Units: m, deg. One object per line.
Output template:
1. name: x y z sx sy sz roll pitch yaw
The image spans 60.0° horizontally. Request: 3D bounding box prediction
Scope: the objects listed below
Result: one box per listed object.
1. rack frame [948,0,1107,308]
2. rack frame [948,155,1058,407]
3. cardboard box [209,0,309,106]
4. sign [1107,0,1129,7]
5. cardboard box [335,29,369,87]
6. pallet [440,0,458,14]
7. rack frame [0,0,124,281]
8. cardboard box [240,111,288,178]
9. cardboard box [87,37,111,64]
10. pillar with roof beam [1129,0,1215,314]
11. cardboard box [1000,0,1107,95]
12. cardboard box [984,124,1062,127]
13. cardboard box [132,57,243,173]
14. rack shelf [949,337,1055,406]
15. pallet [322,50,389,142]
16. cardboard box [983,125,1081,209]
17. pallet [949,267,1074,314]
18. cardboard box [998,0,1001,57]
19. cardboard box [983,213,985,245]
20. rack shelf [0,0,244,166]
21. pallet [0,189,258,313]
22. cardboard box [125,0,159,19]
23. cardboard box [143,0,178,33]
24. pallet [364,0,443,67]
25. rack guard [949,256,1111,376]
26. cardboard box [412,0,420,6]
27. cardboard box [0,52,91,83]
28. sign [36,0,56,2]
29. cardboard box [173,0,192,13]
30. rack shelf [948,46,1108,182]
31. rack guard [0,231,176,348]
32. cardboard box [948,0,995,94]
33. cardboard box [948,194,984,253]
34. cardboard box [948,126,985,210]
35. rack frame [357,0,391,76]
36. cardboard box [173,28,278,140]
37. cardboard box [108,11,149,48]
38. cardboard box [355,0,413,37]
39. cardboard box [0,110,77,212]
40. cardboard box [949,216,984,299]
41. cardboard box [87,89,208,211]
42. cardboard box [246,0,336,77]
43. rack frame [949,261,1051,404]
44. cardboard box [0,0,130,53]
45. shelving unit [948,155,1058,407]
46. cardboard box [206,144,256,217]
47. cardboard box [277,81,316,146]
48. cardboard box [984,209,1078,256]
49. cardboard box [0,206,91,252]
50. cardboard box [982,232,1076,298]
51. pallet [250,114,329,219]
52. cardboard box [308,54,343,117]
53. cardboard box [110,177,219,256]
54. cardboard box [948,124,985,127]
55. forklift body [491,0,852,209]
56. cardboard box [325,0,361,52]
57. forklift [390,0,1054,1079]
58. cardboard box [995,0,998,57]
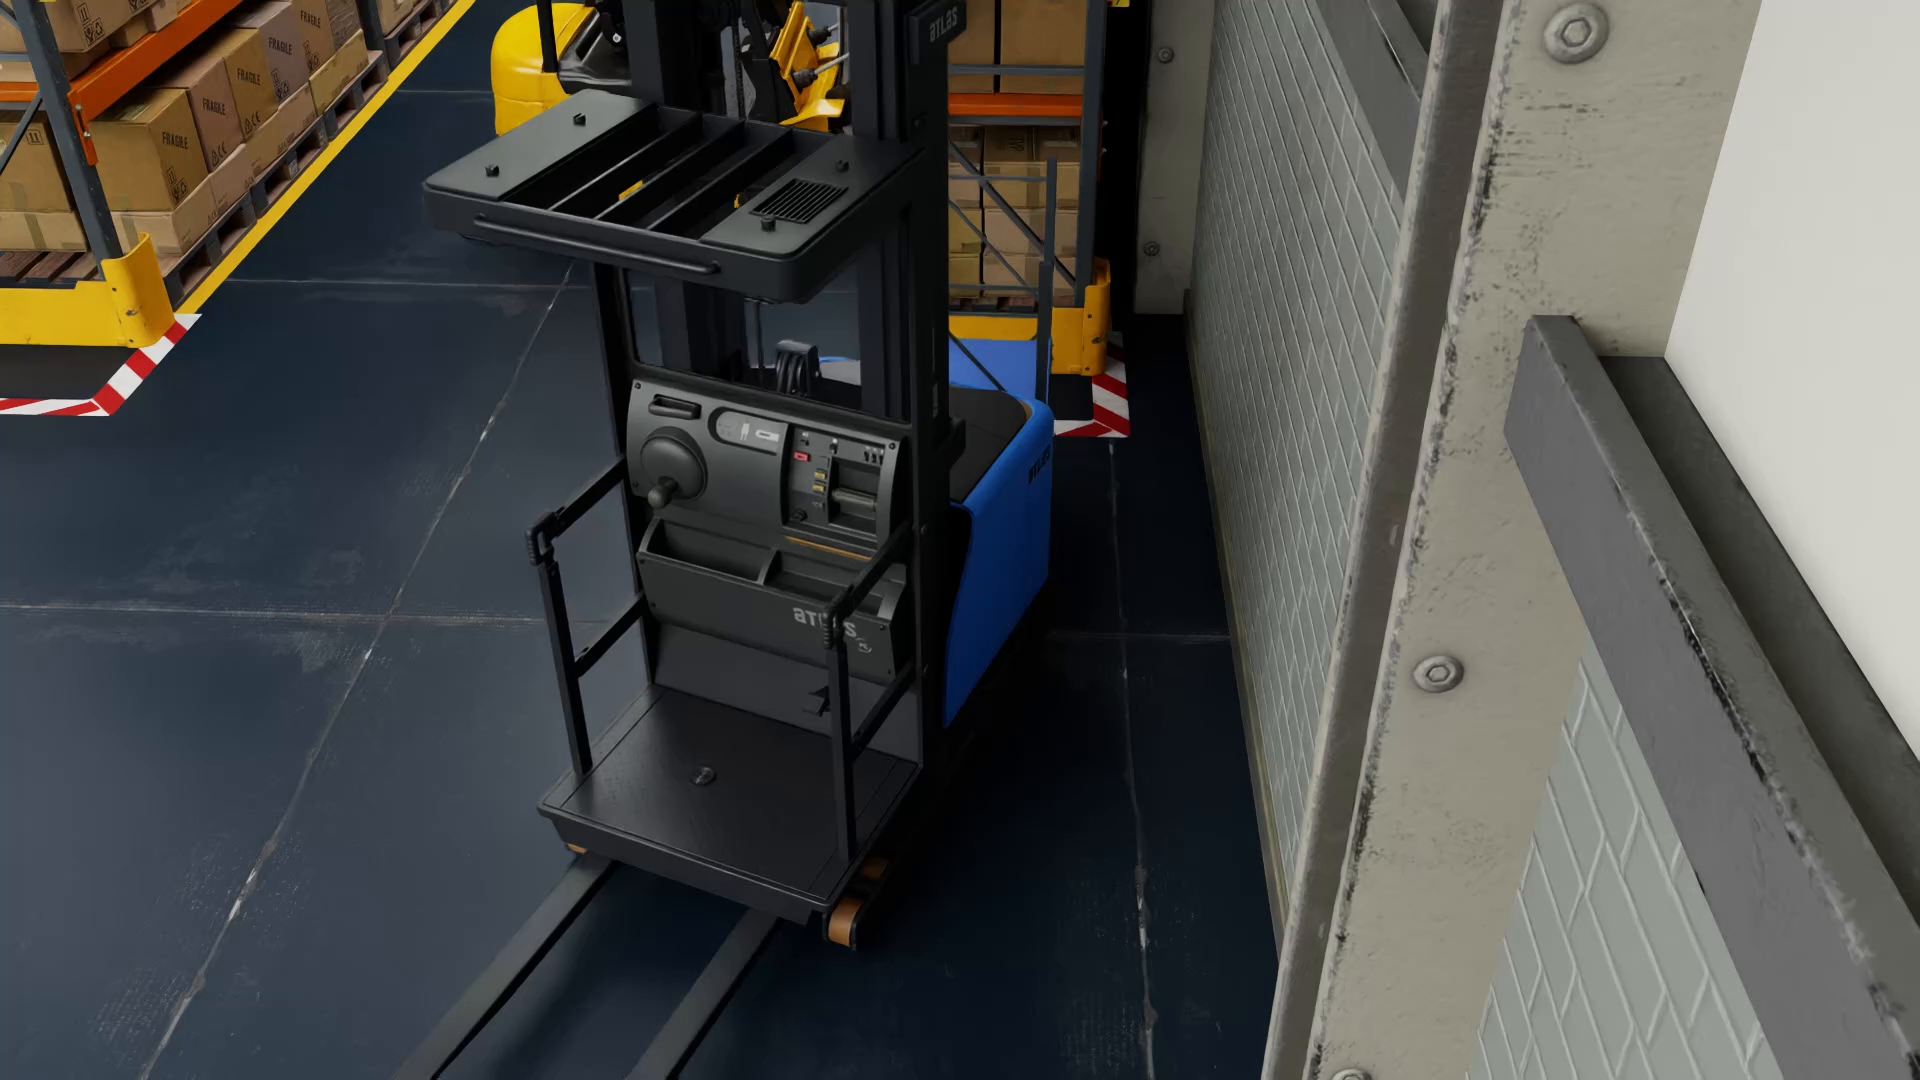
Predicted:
1. rack frame: 0.163 -2.185 7.750 1.000 3.000 0.127 1 35 2
2. rack frame: 0.156 -0.991 7.356 0.500 1.500 0.032 2 35 3
3. cardboard box: -4.430 -3.017 10.309 0.500 0.500 0.500 3 35 4
4. sign: 0.717 -2.555 7.455 0.100 0.325 0.005 1 35 2
5. cardboard box: -4.392 -3.296 11.358 0.500 0.250 0.500 3 35 4
6. pallet: -4.560 -4.605 13.618 1.003 0.211 1.213 1 35 2
7. rack frame: -4.797 -2.297 7.910 1.000 3.000 0.127 1 35 2
8. cardboard box: -4.451 -2.408 10.094 0.500 0.250 0.500 4 35 5
9. cardboard box: -4.581 -2.530 8.460 0.380 0.149 0.250 2 35 3
10. pillar with roof beam: -3.210 -5.118 6.706 9.100 9.000 0.400 1 35 2
11. cardboard box: 0.460 -2.504 8.117 0.500 0.500 0.500 2 35 3
12. cardboard box: 0.388 -2.199 8.927 0.500 0.250 0.500 1 35 2
13. cardboard box: -4.471 -2.422 9.461 0.500 0.500 0.500 0 35 0
14. rack shelf: 0.119 -0.553 7.045 0.538 0.185 1.000 2 35 3
15. pallet: -4.628 -3.068 11.431 1.003 0.211 1.213 1 35 2
16. cardboard box: 0.371 -1.912 8.519 0.500 0.250 0.500 1 35 1
17. pallet: 0.152 -1.484 9.178 1.003 0.211 1.213 1 35 2
18. cardboard box: 0.459 -2.804 8.544 0.500 0.500 0.500 2 35 3
19. cardboard box: -0.105 -1.794 9.220 0.500 0.250 0.500 1 35 2
20. rack shelf: -4.717 -3.152 9.752 1.077 0.370 4.000 1 35 2
21. pallet: -4.726 -1.666 9.437 1.003 0.211 1.213 1 35 2
22. cardboard box: -4.483 -3.023 8.597 0.500 0.500 0.500 2 35 3
23. cardboard box: -4.433 -2.825 8.880 0.380 0.149 0.250 2 35 3
24. pallet: -4.607 -3.902 12.618 1.003 0.211 1.213 1 35 2
25. rack guard: 0.162 -1.148 8.449 1.175 0.500 0.348 1 35 2
26. cardboard box: -4.592 -4.407 12.831 0.950 0.372 0.625 3 35 5
27. cardboard box: -4.577 -2.385 8.253 0.380 0.149 0.250 1 35 2
28. sign: -4.255 -2.639 7.643 0.100 0.325 0.005 1 35 2
29. cardboard box: -4.456 -2.975 9.093 0.380 0.149 0.250 2 35 3
30. rack shelf: 0.243 -3.039 9.592 1.077 0.370 4.000 1 35 2
31. rack guard: -4.794 -1.318 8.691 1.175 0.500 0.348 1 35 2
32. cardboard box: -0.080 -2.514 8.132 0.500 0.500 0.500 1 35 1
33. cardboard box: -0.130 -1.723 8.684 0.500 0.250 0.500 1 35 1
34. cardboard box: -0.130 -1.912 8.519 0.500 0.250 0.500 2 35 3
35. rack frame: -4.636 -4.595 11.180 1.000 3.000 0.127 1 35 2
36. cardboard box: -4.443 -2.710 9.871 0.500 0.500 0.500 2 35 3
37. cardboard box: -4.489 -2.681 8.674 0.380 0.149 0.250 0 35 0
38. cardboard box: -4.618 -3.993 12.244 0.950 0.372 0.625 2 35 2
39. cardboard box: -5.025 -2.117 9.028 0.500 0.500 0.500 2 35 2
40. cardboard box: -0.134 -1.509 8.814 0.500 0.250 0.500 2 35 2
41. cardboard box: -4.488 -2.122 9.034 0.500 0.500 0.500 0 35 0
42. cardboard box: -4.411 -3.311 10.726 0.500 0.500 0.500 2 35 3
43. rack frame: 0.083 -0.408 6.527 0.500 1.500 0.032 2 35 3
44. cardboard box: -4.501 -2.725 8.174 0.500 0.500 0.500 1 35 1
45. shelving unit: 0.119 -0.700 6.941 0.538 1.500 1.048 2 35 3
46. cardboard box: -4.460 -2.094 9.647 0.500 0.250 0.500 3 35 4
47. cardboard box: -4.428 -2.698 10.506 0.500 0.250 0.500 2 35 3
48. cardboard box: 0.389 -1.701 8.653 0.500 0.250 0.500 2 35 3
49. cardboard box: -5.032 -1.828 9.269 0.500 0.250 0.500 1 35 2
50. cardboard box: 0.378 -1.509 8.815 0.500 0.250 0.500 1 35 2
51. pallet: -4.674 -2.365 10.431 1.003 0.211 1.213 1 35 2
52. cardboard box: -4.403 -2.990 10.922 0.500 0.250 0.500 0 35 1
53. cardboard box: -4.488 -1.801 9.230 0.500 0.250 0.500 1 35 1
54. cardboard box: -0.116 -2.206 8.936 0.500 0.250 0.500 2 35 3
55. forklift body: -1.584 -2.969 9.604 2.313 2.155 1.214 1 35 2
56. cardboard box: -4.392 -3.603 11.142 0.500 0.500 0.500 1 35 1
57. forklift: -0.697 -0.169 4.941 1.130 2.935 3.031 14 38 19
58. cardboard box: -0.050 -2.812 8.556 0.500 0.500 0.500 2 35 3
